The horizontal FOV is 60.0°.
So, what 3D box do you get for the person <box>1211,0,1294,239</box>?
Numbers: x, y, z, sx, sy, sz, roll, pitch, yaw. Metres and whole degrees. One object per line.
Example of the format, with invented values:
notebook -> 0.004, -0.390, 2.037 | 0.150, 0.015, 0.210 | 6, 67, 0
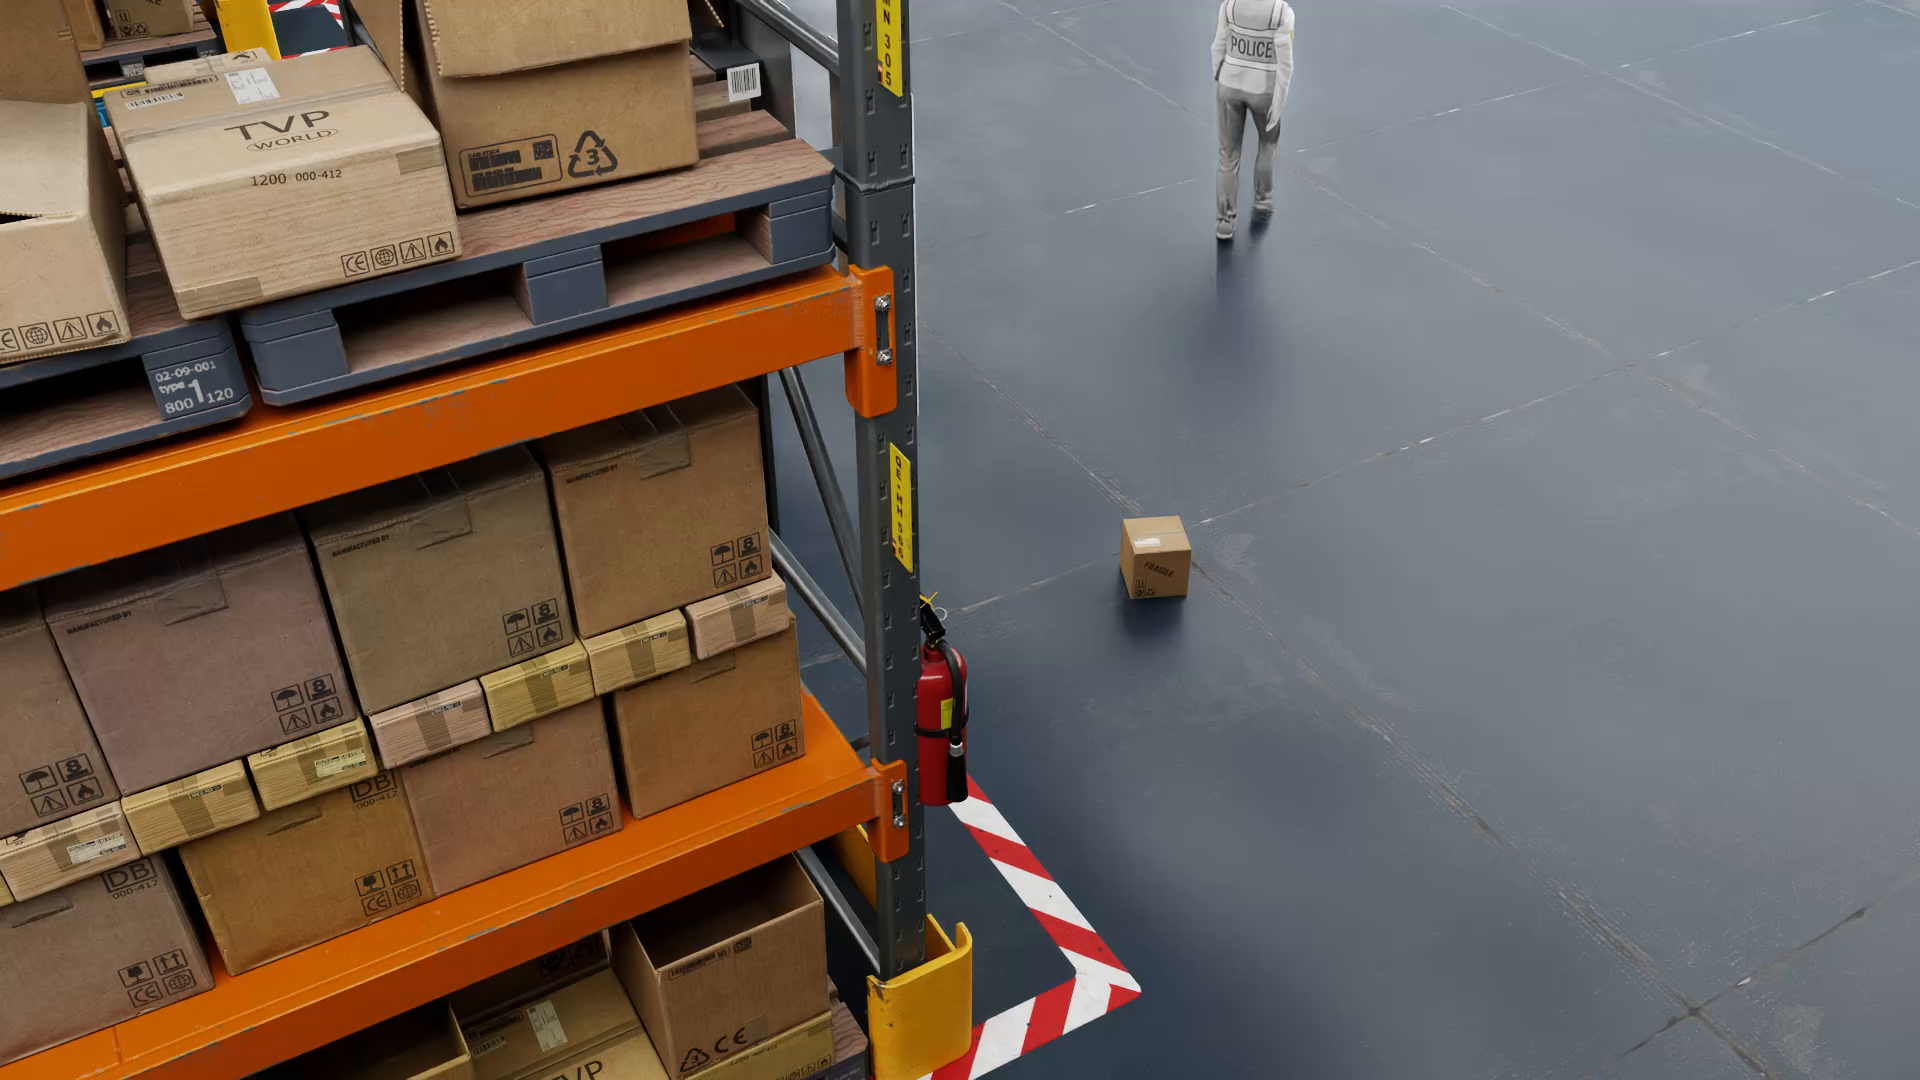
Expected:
person -> 1.669, -2.572, 9.567 | 0.494, 1.744, 0.695 | 11, 38, 15
